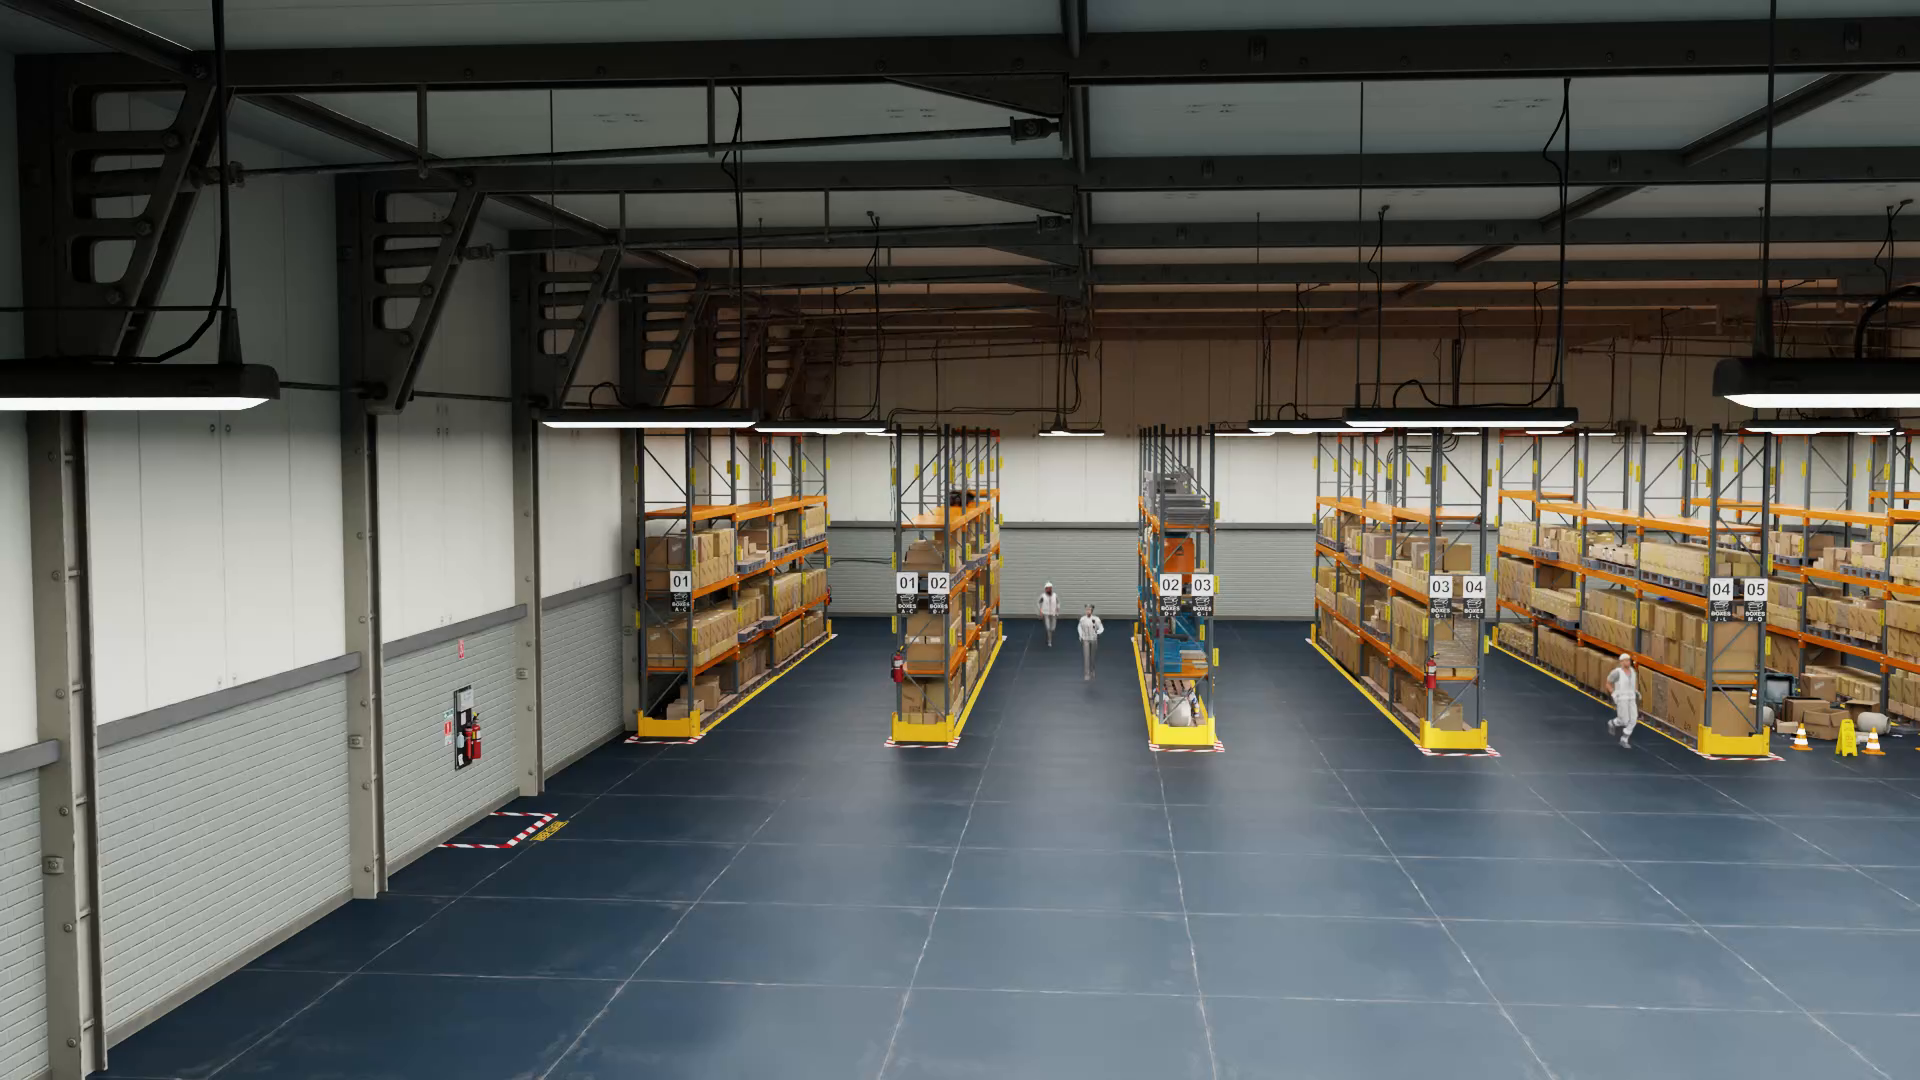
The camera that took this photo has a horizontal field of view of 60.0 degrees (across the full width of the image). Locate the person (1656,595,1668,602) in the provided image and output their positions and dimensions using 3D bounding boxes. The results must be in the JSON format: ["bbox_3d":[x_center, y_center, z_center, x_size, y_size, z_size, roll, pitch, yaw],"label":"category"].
[{"bbox_3d":[19.844,2.057,47.283,0.530,1.594,0.626,1,4,23],"label":"person"}]

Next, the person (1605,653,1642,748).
[{"bbox_3d":[12.365,2.978,31.012,0.670,1.752,0.611,-1,4,-14],"label":"person"}]

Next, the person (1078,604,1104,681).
[{"bbox_3d":[2.951,2.292,37.612,0.608,1.719,0.749,1,4,12],"label":"person"}]

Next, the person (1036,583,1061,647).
[{"bbox_3d":[2.470,2.062,46.147,0.689,1.758,0.630,-1,4,-12],"label":"person"}]

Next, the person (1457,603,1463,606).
[{"bbox_3d":[13.561,2.098,45.931,0.641,1.625,0.953,2,4,32],"label":"person"}]
